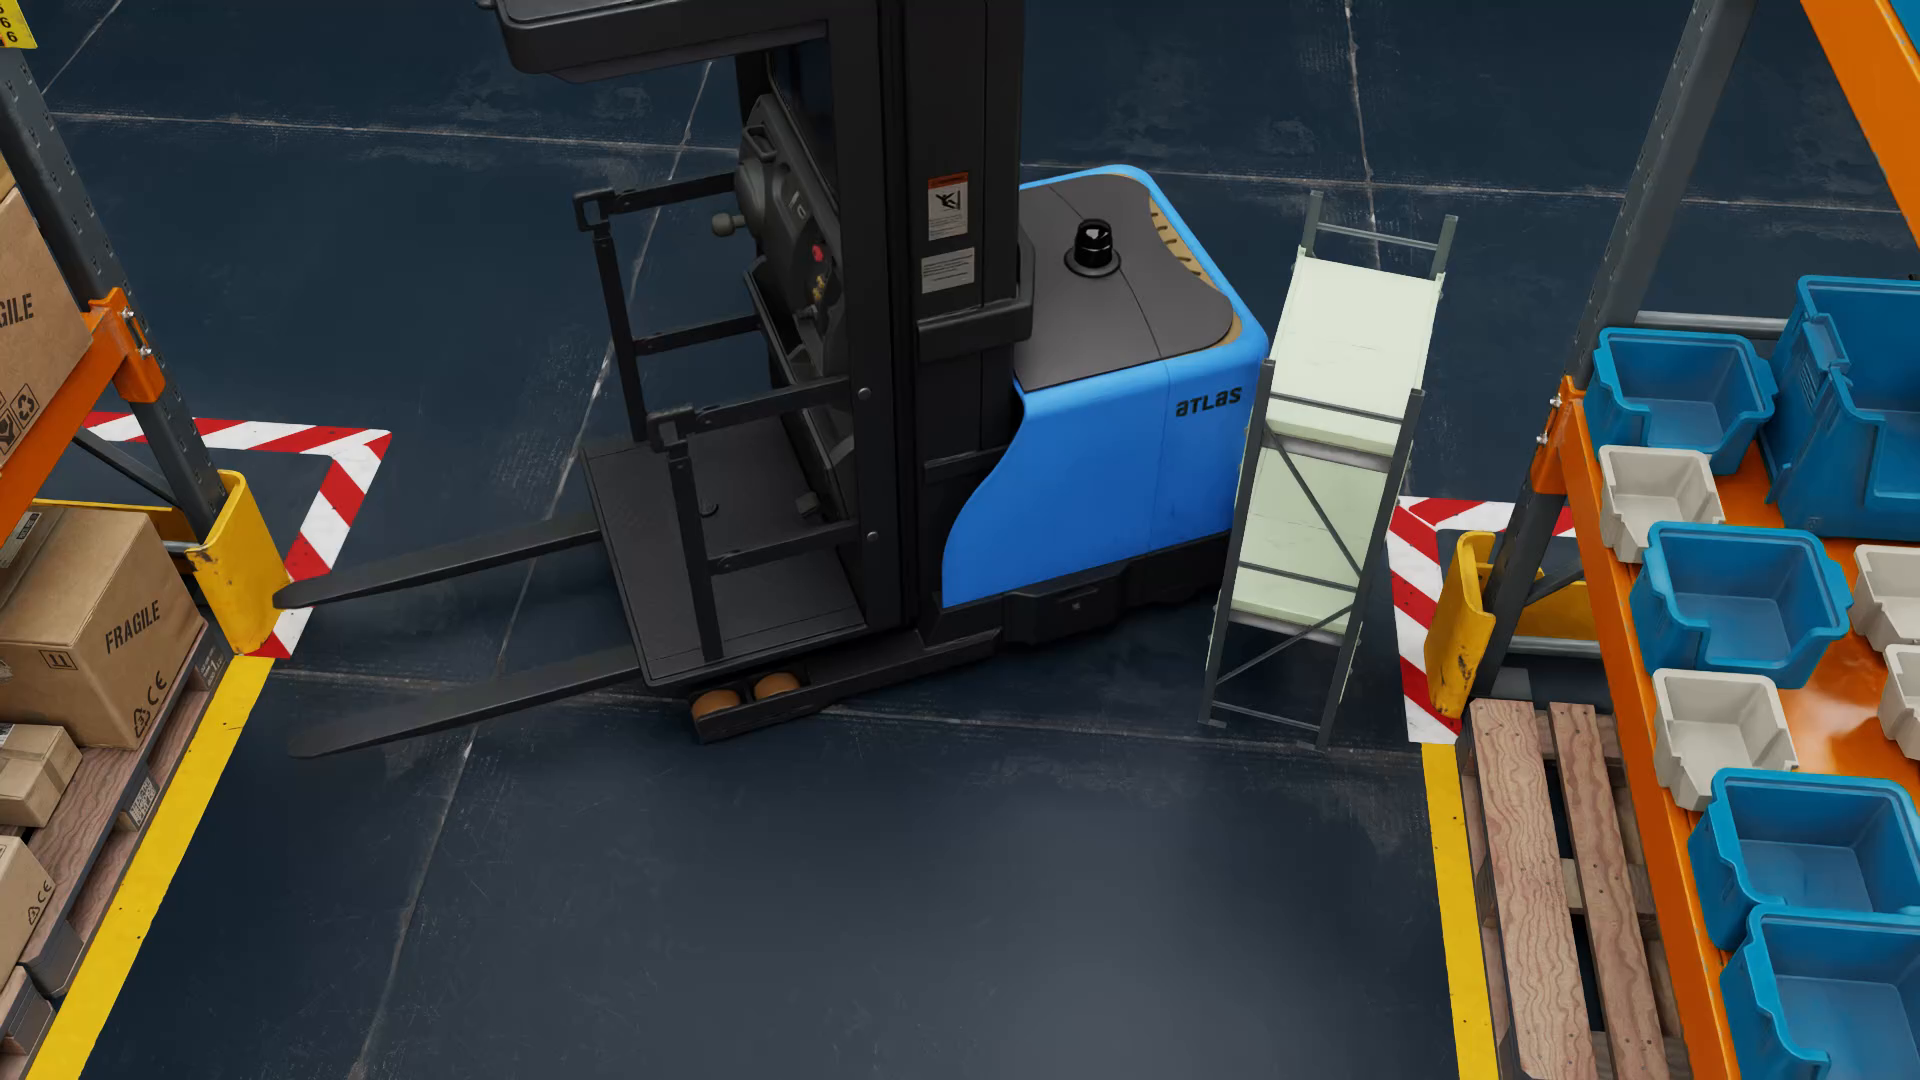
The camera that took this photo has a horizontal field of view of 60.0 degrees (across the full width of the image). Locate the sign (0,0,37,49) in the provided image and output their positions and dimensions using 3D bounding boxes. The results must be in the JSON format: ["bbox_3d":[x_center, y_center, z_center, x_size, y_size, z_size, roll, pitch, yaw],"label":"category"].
[{"bbox_3d":[-2.285,-1.304,3.911,0.100,0.325,0.005,4,48,4],"label":"sign"}]

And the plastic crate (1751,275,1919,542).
[{"bbox_3d":[2.252,-0.297,3.924,0.616,0.435,0.499,4,48,4],"label":"plastic crate"}]

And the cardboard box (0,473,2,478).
[{"bbox_3d":[-2.649,-0.164,3.799,0.500,0.500,0.500,4,48,4],"label":"cardboard box"}]

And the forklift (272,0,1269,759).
[{"bbox_3d":[-0.651,-0.810,4.505,3.031,2.935,1.130,-15,49,-13],"label":"forklift"}]

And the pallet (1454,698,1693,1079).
[{"bbox_3d":[1.983,1.021,4.673,1.003,0.211,1.213,4,48,4],"label":"pallet"}]

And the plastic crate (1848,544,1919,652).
[{"bbox_3d":[2.203,0.157,3.712,0.396,0.136,0.243,4,48,4],"label":"plastic crate"}]

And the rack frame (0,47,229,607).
[{"bbox_3d":[-2.835,-0.859,4.503,1.000,3.000,0.127,4,48,4],"label":"rack frame"}]

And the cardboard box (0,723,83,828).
[{"bbox_3d":[-2.766,0.656,4.739,0.380,0.166,0.250,4,48,4],"label":"cardboard box"}]

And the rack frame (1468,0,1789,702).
[{"bbox_3d":[2.097,-0.523,4.196,1.000,3.000,0.127,4,48,4],"label":"rack frame"}]

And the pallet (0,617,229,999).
[{"bbox_3d":[-2.914,0.724,4.945,1.003,0.211,1.213,4,48,4],"label":"pallet"}]

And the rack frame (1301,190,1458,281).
[{"bbox_3d":[1.161,-0.410,5.108,0.400,1.500,0.023,13,49,12],"label":"rack frame"}]

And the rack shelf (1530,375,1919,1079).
[{"bbox_3d":[1.915,1.189,3.117,1.077,0.370,4.000,4,48,4],"label":"rack shelf"}]

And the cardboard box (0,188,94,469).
[{"bbox_3d":[-2.605,-0.545,4.148,0.500,0.500,0.500,5,48,5],"label":"cardboard box"}]

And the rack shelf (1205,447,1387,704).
[{"bbox_3d":[1.050,0.068,5.113,0.431,0.370,0.720,13,49,12],"label":"rack shelf"}]

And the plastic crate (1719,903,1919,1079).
[{"bbox_3d":[1.599,0.861,3.003,0.416,0.233,0.300,4,48,4],"label":"plastic crate"}]

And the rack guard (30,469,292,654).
[{"bbox_3d":[-2.842,0.040,5.374,1.175,0.500,0.348,4,48,4],"label":"rack guard"}]

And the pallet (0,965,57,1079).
[{"bbox_3d":[-3.028,1.618,4.127,1.003,0.211,1.213,4,48,4],"label":"pallet"}]

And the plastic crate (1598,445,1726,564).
[{"bbox_3d":[1.635,-0.065,3.915,0.250,0.136,0.298,4,48,4],"label":"plastic crate"}]

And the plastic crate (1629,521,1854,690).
[{"bbox_3d":[1.687,0.156,3.647,0.416,0.233,0.300,4,48,4],"label":"plastic crate"}]

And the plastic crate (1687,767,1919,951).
[{"bbox_3d":[1.627,0.640,3.205,0.416,0.233,0.300,4,48,4],"label":"plastic crate"}]

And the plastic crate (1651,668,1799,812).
[{"bbox_3d":[1.573,0.434,3.459,0.250,0.136,0.298,4,48,4],"label":"plastic crate"}]

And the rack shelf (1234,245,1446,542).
[{"bbox_3d":[1.050,-0.416,4.585,0.431,0.370,0.720,13,49,12],"label":"rack shelf"}]

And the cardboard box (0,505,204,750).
[{"bbox_3d":[-2.640,0.252,4.882,0.500,0.500,0.500,4,48,4],"label":"cardboard box"}]

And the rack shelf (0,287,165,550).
[{"bbox_3d":[-3.018,0.853,3.424,1.077,0.370,4.000,4,48,4],"label":"rack shelf"}]

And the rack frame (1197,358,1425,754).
[{"bbox_3d":[0.940,0.105,4.637,0.400,1.500,0.023,13,49,12],"label":"rack frame"}]

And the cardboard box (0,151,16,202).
[{"bbox_3d":[-2.602,-0.885,3.781,0.500,0.500,0.500,3,48,3],"label":"cardboard box"}]

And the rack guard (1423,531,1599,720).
[{"bbox_3d":[2.086,0.302,5.135,1.175,0.500,0.348,4,48,4],"label":"rack guard"}]

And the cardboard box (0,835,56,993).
[{"bbox_3d":[-2.756,1.033,4.338,0.500,0.250,0.500,4,48,4],"label":"cardboard box"}]

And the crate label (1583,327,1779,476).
[{"bbox_3d":[1.747,-0.328,4.090,0.416,0.233,0.303,4,48,4],"label":"crate label"}]

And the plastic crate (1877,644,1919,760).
[{"bbox_3d":[2.162,0.369,3.518,0.396,0.136,0.243,4,48,4],"label":"plastic crate"}]

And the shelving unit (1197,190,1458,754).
[{"bbox_3d":[1.050,-0.152,4.873,0.431,1.500,0.755,13,49,12],"label":"shelving unit"}]

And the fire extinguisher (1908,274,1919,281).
[{"bbox_3d":[2.563,-0.451,4.435,0.296,0.674,0.183,4,48,4],"label":"fire extinguisher"}]
